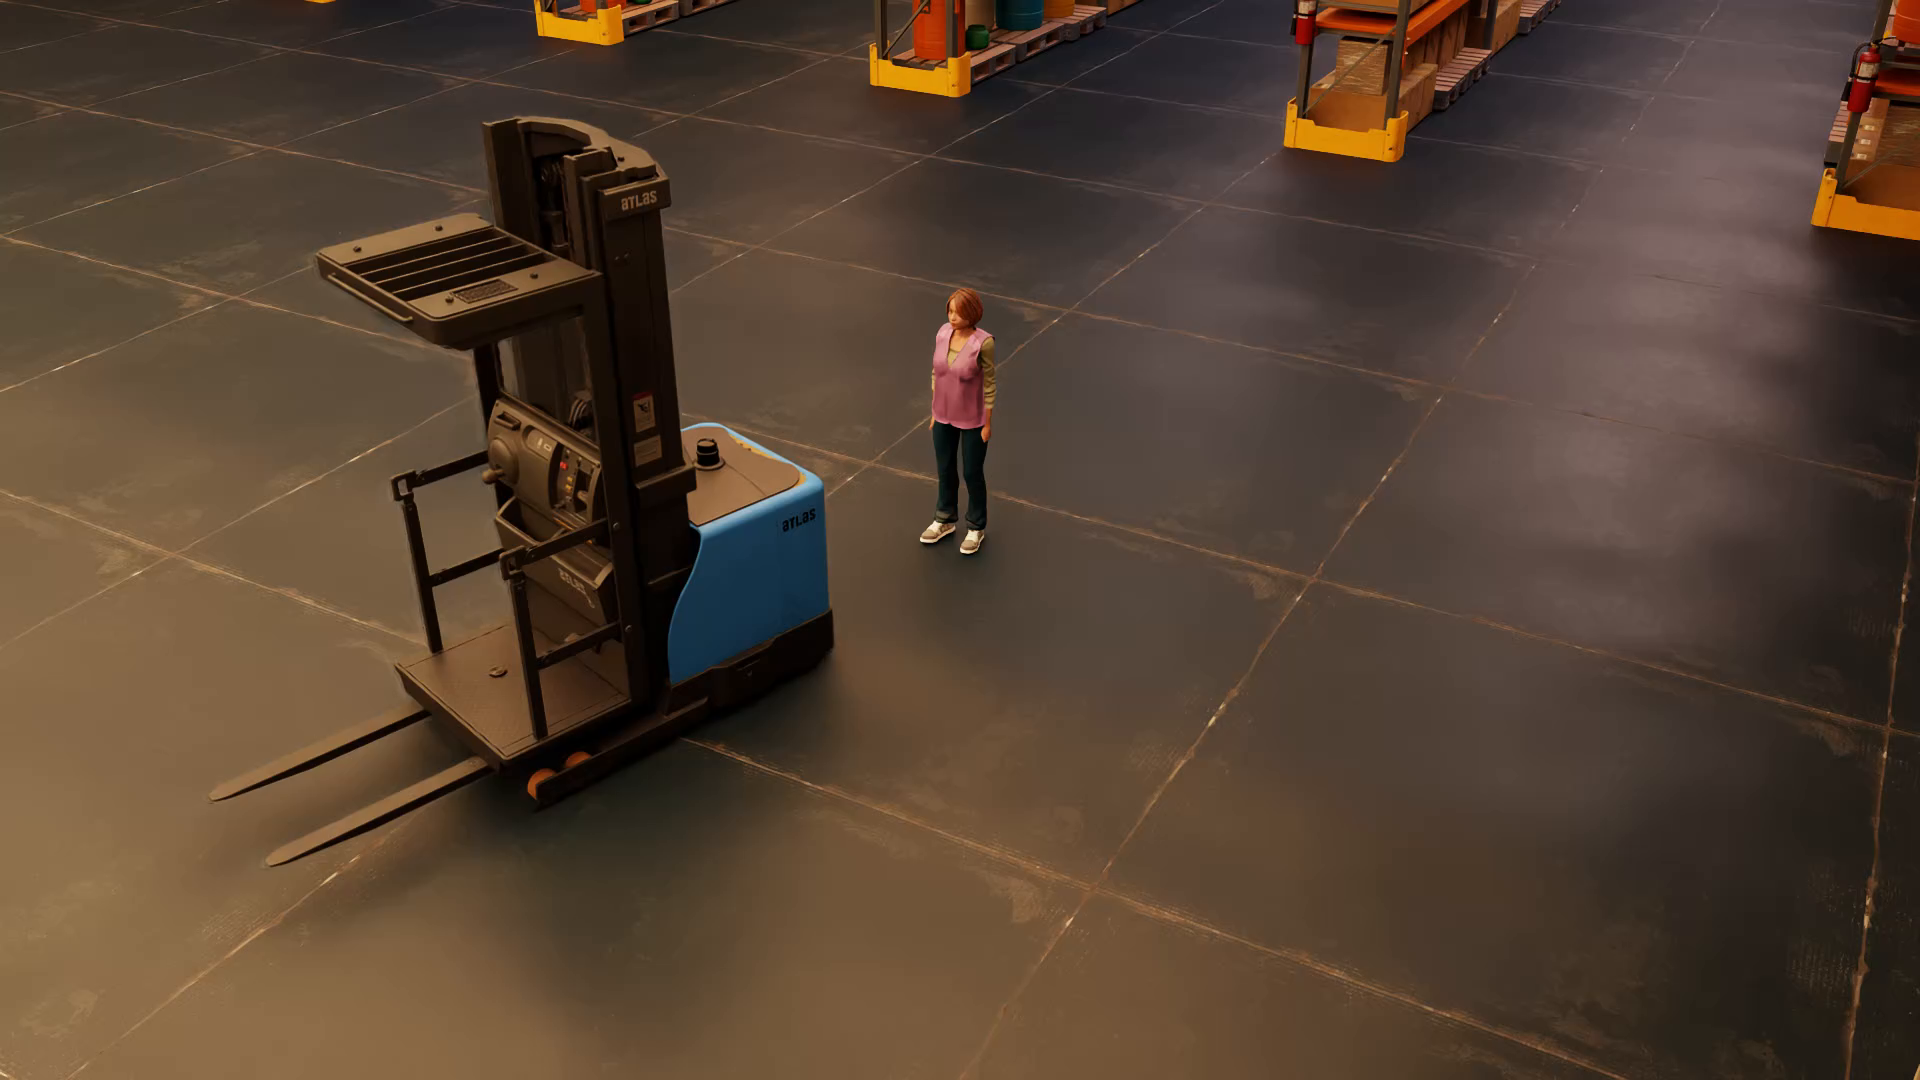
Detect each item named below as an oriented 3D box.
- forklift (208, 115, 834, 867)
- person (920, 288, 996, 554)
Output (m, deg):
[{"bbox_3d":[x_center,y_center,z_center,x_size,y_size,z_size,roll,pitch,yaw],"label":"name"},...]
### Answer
[{"bbox_3d":[-2.090,-0.317,7.620,3.031,2.935,1.130,-25,39,-37],"label":"forklift"},{"bbox_3d":[0.002,-0.691,9.602,0.409,1.602,0.327,15,33,25],"label":"person"}]
